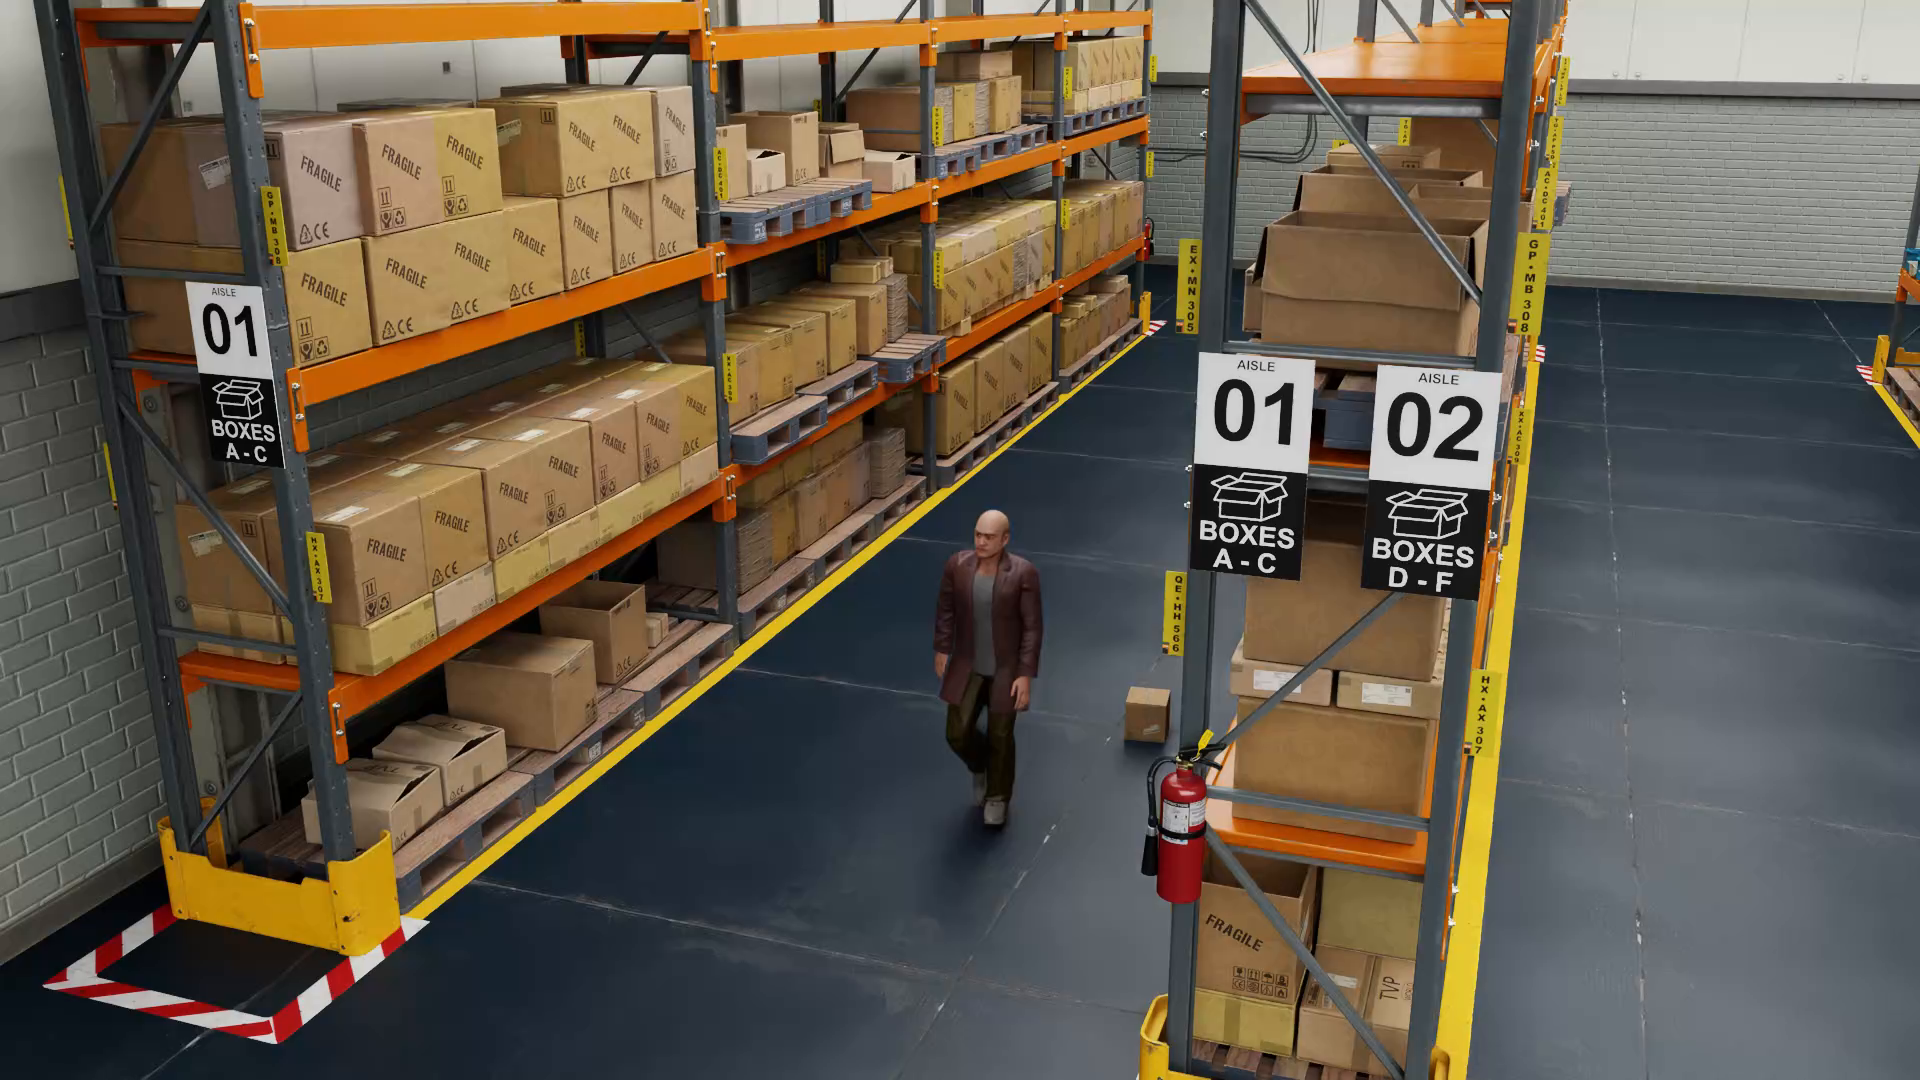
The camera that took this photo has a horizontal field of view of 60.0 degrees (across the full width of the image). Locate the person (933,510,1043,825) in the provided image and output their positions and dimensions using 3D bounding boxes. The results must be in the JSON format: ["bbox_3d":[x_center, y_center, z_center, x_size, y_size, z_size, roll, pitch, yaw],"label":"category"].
[{"bbox_3d":[0.140,0.679,8.998,0.651,1.778,0.560,5,19,15],"label":"person"}]
